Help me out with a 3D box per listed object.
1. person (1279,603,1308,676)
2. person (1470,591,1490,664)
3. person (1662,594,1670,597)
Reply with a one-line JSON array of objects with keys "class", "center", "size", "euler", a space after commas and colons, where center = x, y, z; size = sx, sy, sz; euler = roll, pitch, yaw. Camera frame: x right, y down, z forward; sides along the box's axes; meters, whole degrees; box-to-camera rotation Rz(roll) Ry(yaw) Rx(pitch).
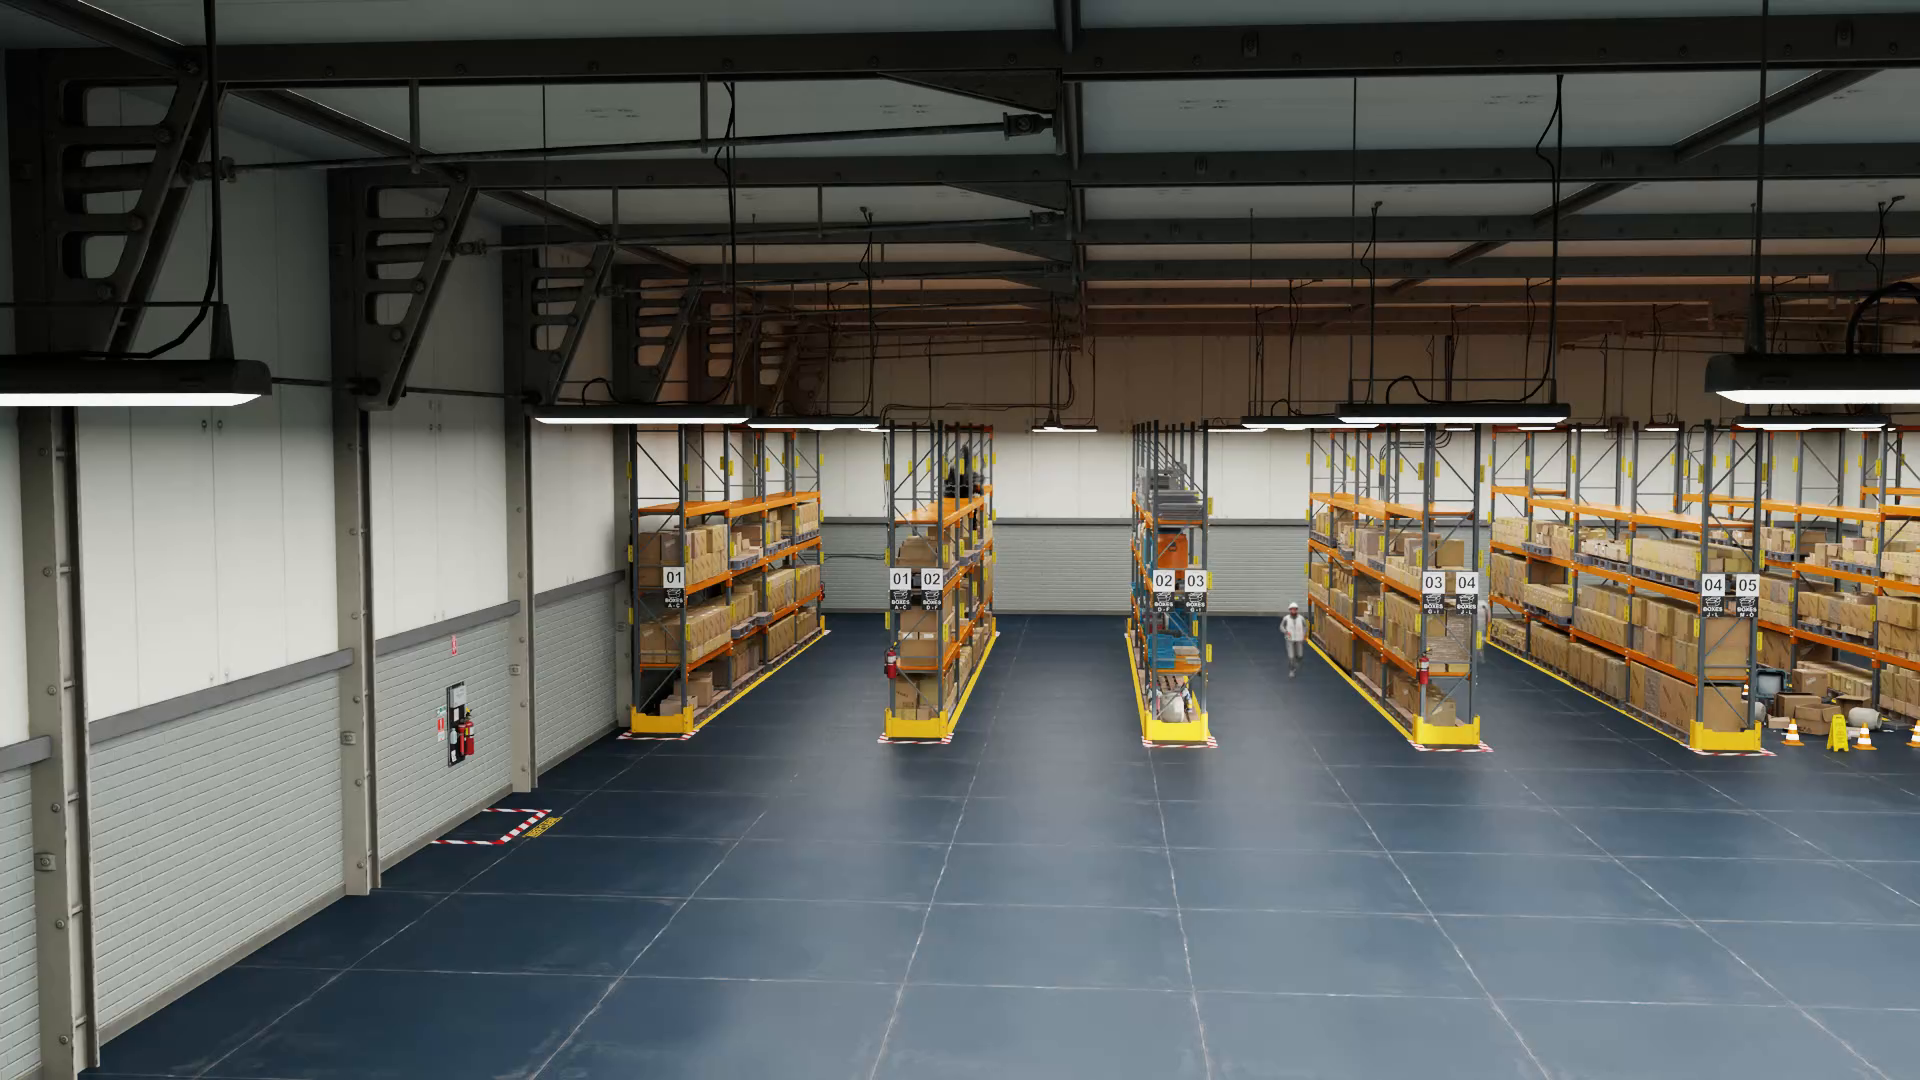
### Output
[{"class": "person", "center": [7.921, 2.365, 39.416], "size": [0.698, 1.737, 0.591], "euler": [0, 4, 3]}, {"class": "person", "center": [13.075, 2.182, 42.018], "size": [0.669, 1.796, 0.969], "euler": [1, 4, 10]}, {"class": "person", "center": [20.143, 1.946, 47.207], "size": [0.575, 1.632, 0.611], "euler": [1, 4, 14]}]
